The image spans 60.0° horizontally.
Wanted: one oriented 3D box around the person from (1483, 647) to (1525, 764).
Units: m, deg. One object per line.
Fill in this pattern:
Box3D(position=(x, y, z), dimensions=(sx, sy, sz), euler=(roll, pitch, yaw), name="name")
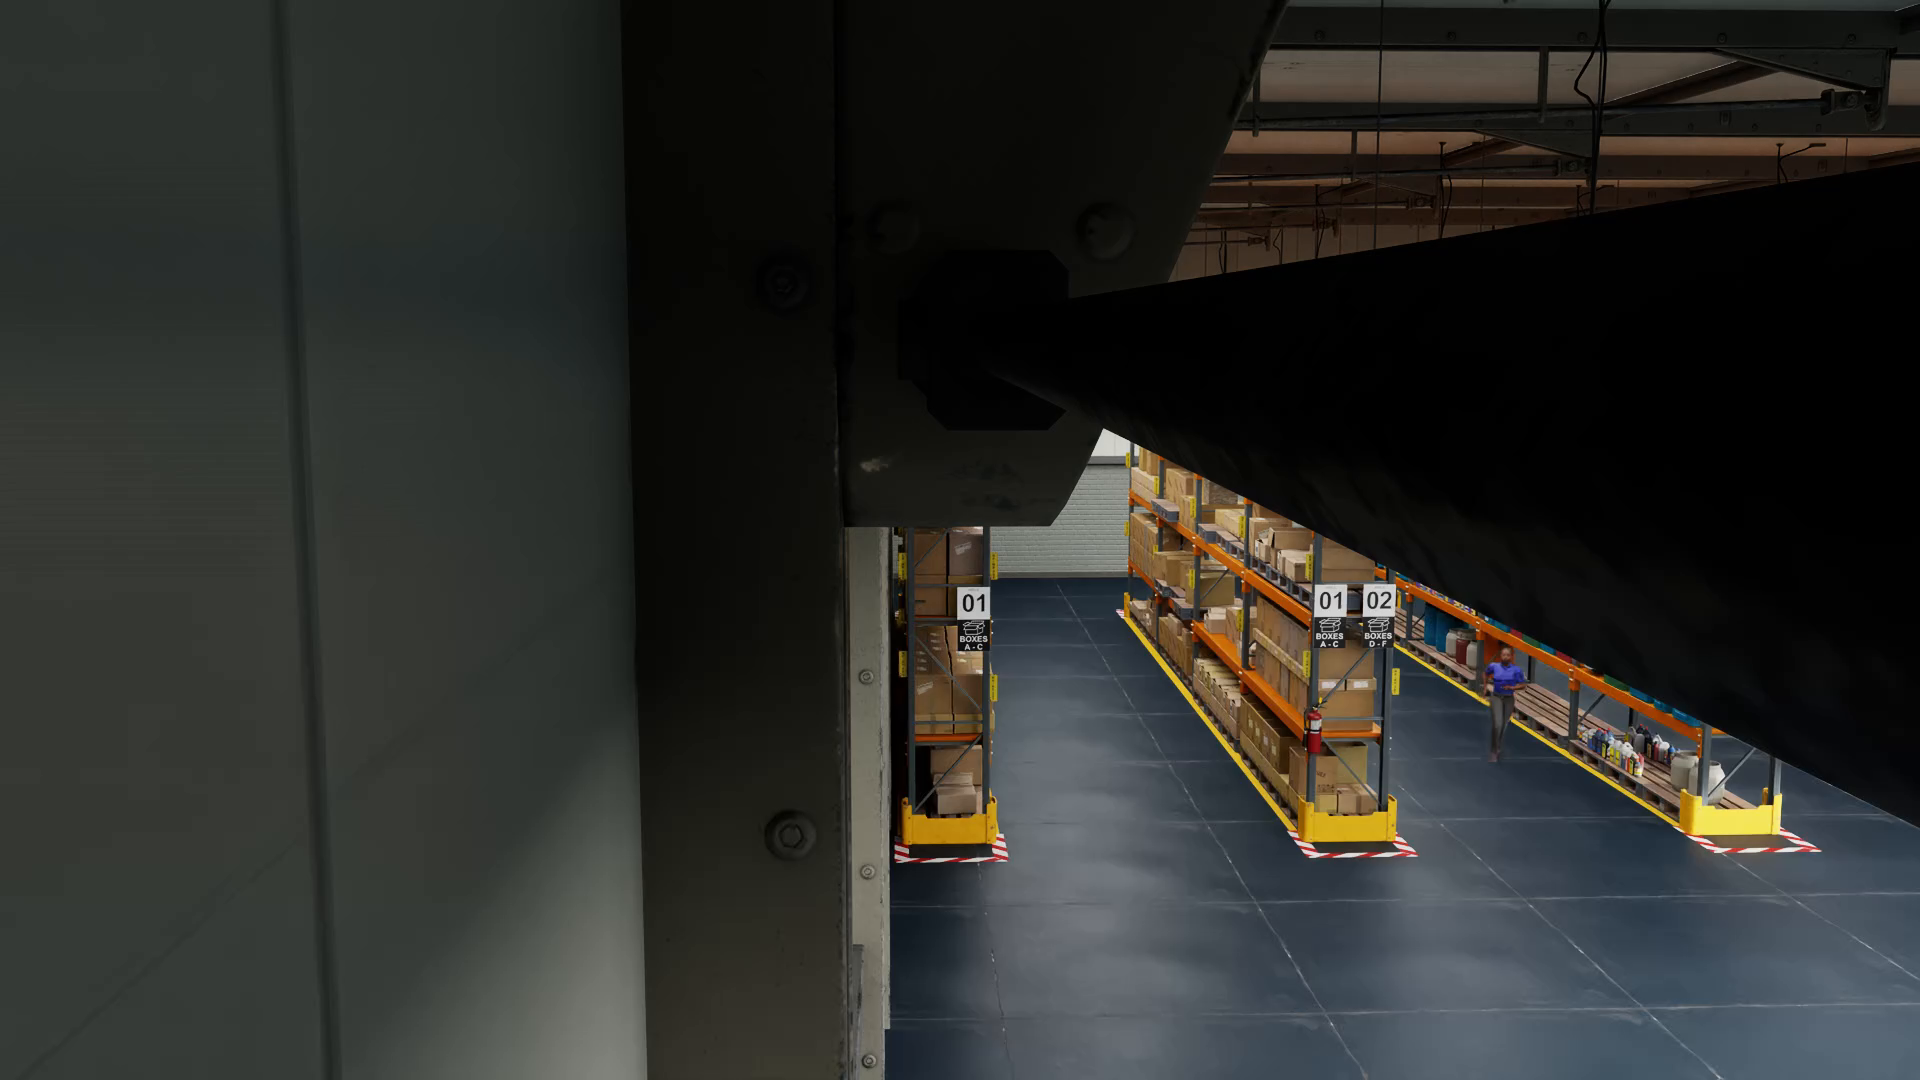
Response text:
Box3D(position=(7.971, 2.407, 24.414), dimensions=(0.559, 1.690, 0.708), euler=(1, 7, 7), name="person")
